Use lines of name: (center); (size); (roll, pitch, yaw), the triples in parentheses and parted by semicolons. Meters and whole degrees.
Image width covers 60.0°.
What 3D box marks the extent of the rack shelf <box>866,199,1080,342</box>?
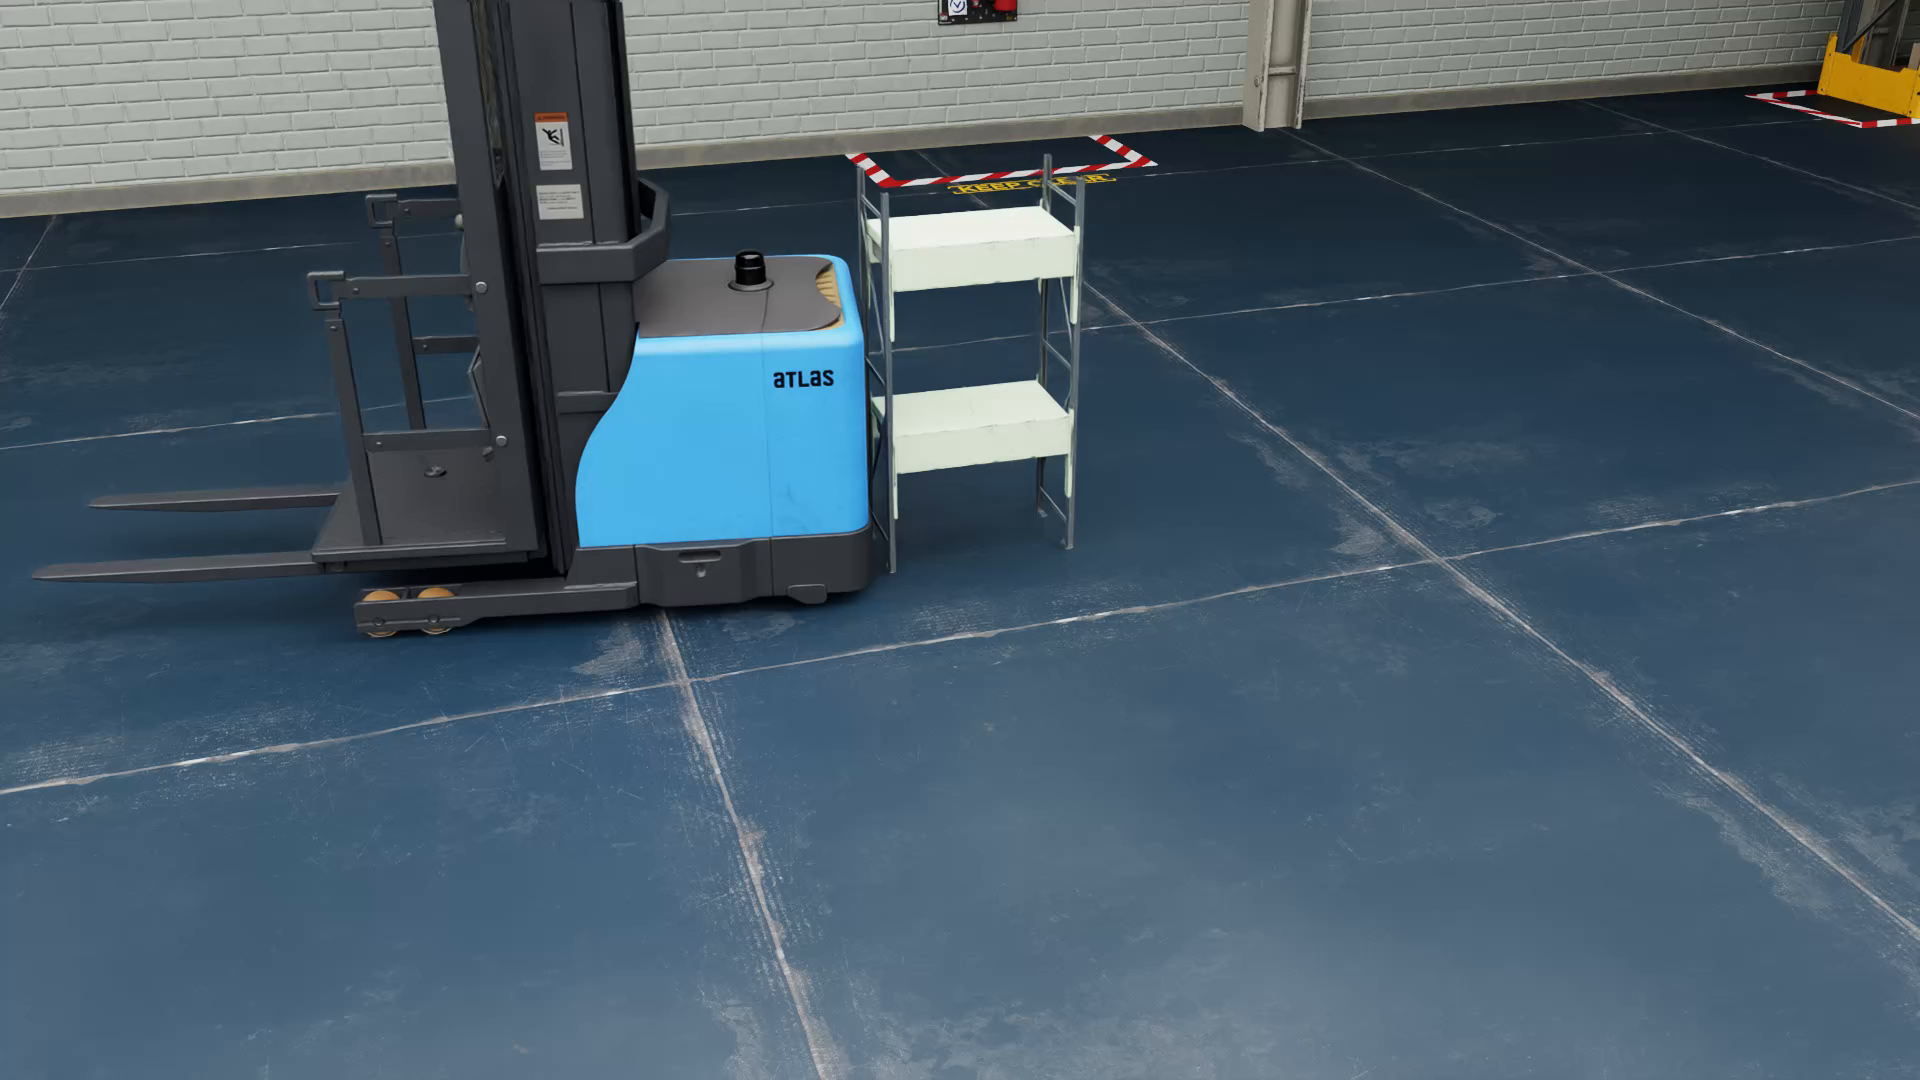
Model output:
rack shelf: (0.035, -1.019, 6.238); (0.720, 0.370, 0.431); (-7, 27, -15)

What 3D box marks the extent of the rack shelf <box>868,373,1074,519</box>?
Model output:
rack shelf: (0.035, -0.377, 6.556); (0.720, 0.370, 0.431); (-7, 27, -15)

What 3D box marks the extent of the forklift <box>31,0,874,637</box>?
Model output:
forklift: (-1.883, -1.209, 5.888); (3.031, 2.935, 1.130); (-3, 27, -6)

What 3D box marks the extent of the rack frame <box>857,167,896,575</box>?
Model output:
rack frame: (-0.316, -0.623, 6.319); (0.023, 1.500, 0.400); (-7, 27, -15)

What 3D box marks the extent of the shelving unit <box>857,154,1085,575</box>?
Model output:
shelving unit: (0.035, -0.669, 6.412); (0.755, 1.500, 0.431); (-7, 27, -15)

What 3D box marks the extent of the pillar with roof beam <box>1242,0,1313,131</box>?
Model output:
pillar with roof beam: (3.867, -5.585, 7.880); (0.400, 9.000, 9.100); (-8, 28, -16)

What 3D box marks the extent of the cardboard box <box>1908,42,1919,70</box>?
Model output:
cardboard box: (8.527, -4.132, 14.229); (0.500, 0.311, 0.500); (-12, 29, -22)

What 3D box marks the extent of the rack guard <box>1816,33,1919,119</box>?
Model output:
rack guard: (7.913, -3.973, 14.191); (0.348, 0.500, 1.175); (-8, 28, -16)

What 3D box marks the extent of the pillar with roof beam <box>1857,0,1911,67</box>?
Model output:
pillar with roof beam: (9.572, -6.411, 9.544); (0.400, 9.000, 9.100); (-8, 28, -16)

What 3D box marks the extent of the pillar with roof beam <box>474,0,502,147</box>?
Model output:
pillar with roof beam: (-1.838, -4.759, 6.216); (0.400, 9.000, 9.100); (-8, 28, -16)

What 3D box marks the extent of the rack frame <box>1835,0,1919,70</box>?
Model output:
rack frame: (7.841, -5.082, 13.614); (0.127, 3.000, 1.000); (-8, 28, -16)

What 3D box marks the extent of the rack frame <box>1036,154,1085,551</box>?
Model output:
rack frame: (0.386, -0.715, 6.504); (0.023, 1.500, 0.400); (-7, 27, -15)

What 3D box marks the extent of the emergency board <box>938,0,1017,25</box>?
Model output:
emergency board: (0.172, -4.394, 12.227); (0.643, 1.169, 0.194); (-8, 28, -16)

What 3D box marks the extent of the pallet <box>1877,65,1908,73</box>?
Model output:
pallet: (8.697, -3.941, 14.450); (1.213, 0.211, 1.003); (-8, 28, -16)

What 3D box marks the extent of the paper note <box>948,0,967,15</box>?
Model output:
paper note: (-0.017, -4.004, 12.433); (0.142, 0.148, 0.016); (-8, 28, -16)
